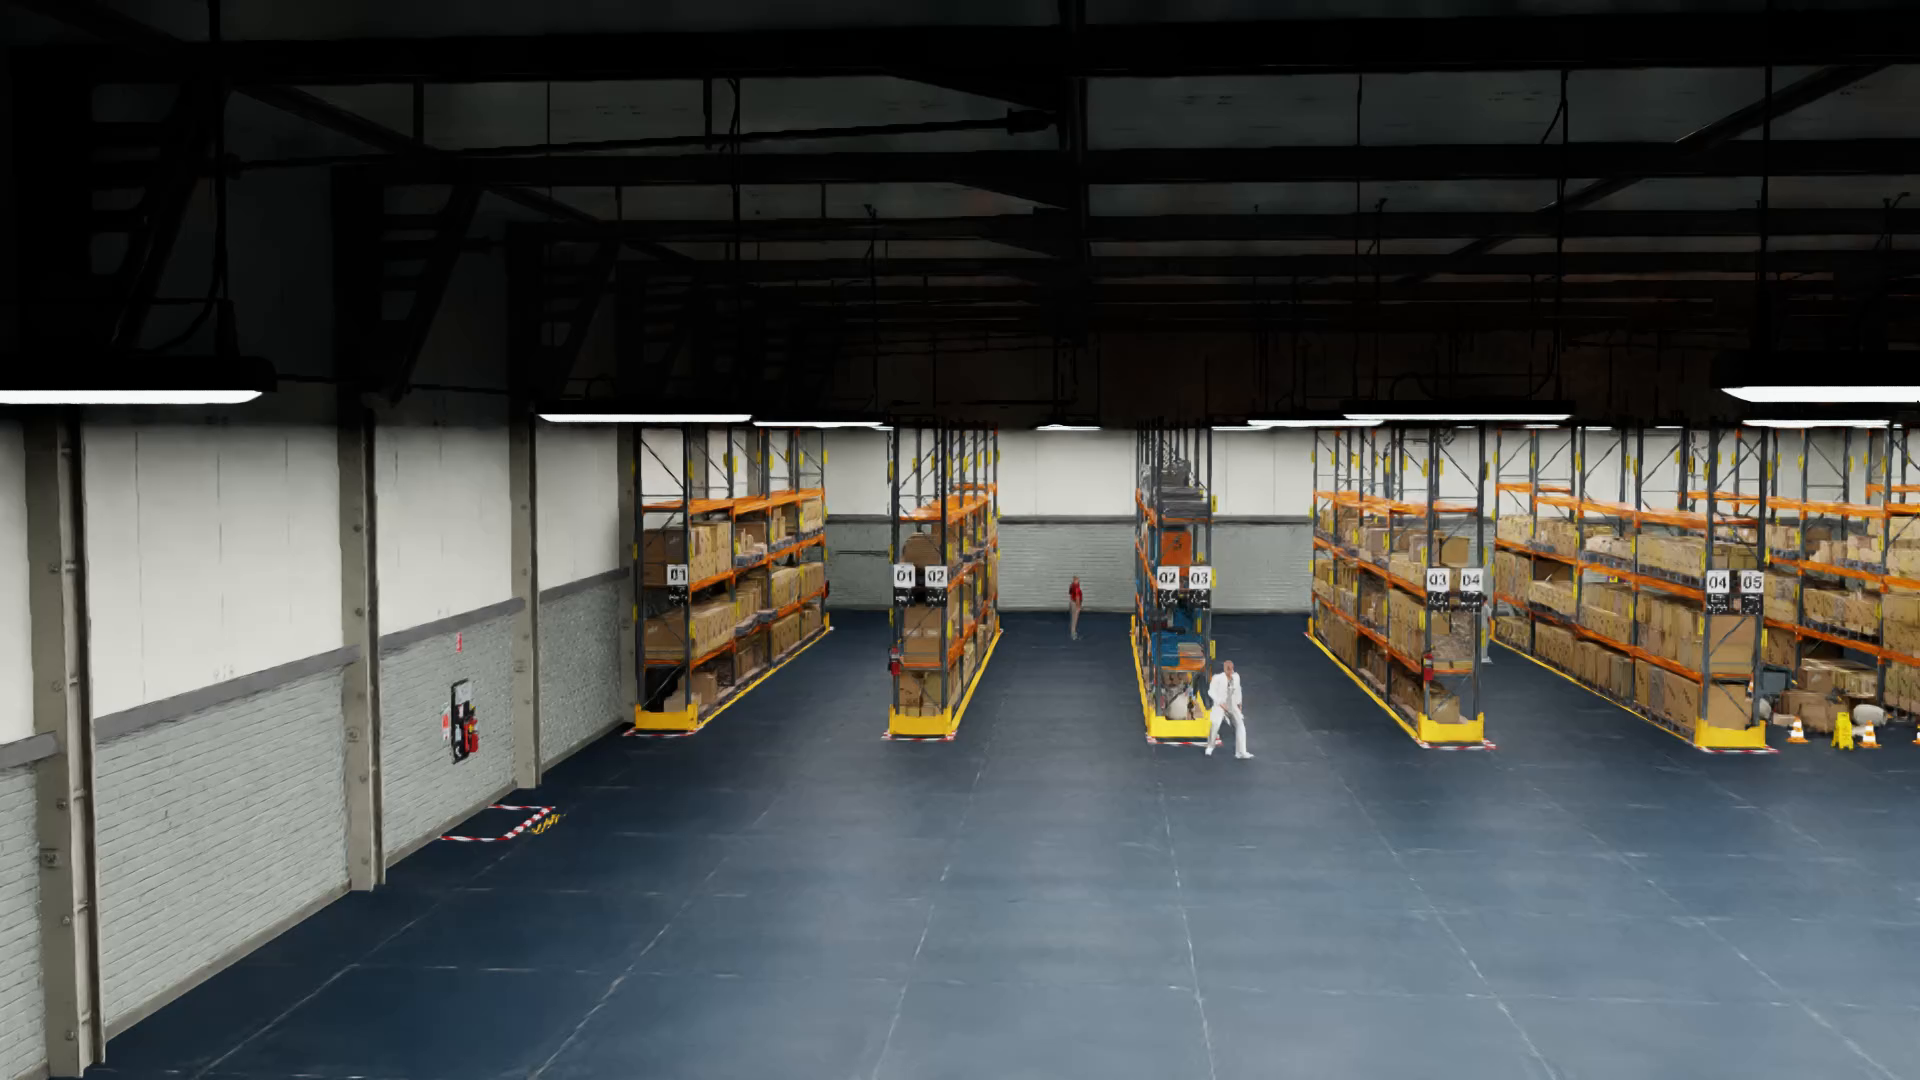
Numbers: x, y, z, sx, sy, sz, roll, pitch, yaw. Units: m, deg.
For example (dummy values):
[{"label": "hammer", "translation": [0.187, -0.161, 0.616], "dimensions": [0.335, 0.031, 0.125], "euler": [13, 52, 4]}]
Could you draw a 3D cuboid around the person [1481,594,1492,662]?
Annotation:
[{"label": "person", "translation": [13.031, 2.179, 41.272], "dimensions": [0.441, 1.675, 0.495], "euler": [-2, 4, -25]}]

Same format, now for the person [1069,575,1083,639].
[{"label": "person", "translation": [3.221, 1.838, 46.098], "dimensions": [0.380, 1.740, 0.619], "euler": [-1, 4, -10]}]

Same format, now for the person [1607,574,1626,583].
[{"label": "person", "translation": [19.831, 1.577, 50.199], "dimensions": [0.607, 1.751, 0.574], "euler": [3, 5, 40]}]

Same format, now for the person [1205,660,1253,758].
[{"label": "person", "translation": [4.666, 2.947, 29.218], "dimensions": [0.724, 1.710, 0.901], "euler": [-1, 4, -12]}]

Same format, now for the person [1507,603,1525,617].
[{"label": "person", "translation": [16.682, 1.656, 49.825], "dimensions": [0.576, 1.645, 0.531], "euler": [-3, 5, -36]}]
